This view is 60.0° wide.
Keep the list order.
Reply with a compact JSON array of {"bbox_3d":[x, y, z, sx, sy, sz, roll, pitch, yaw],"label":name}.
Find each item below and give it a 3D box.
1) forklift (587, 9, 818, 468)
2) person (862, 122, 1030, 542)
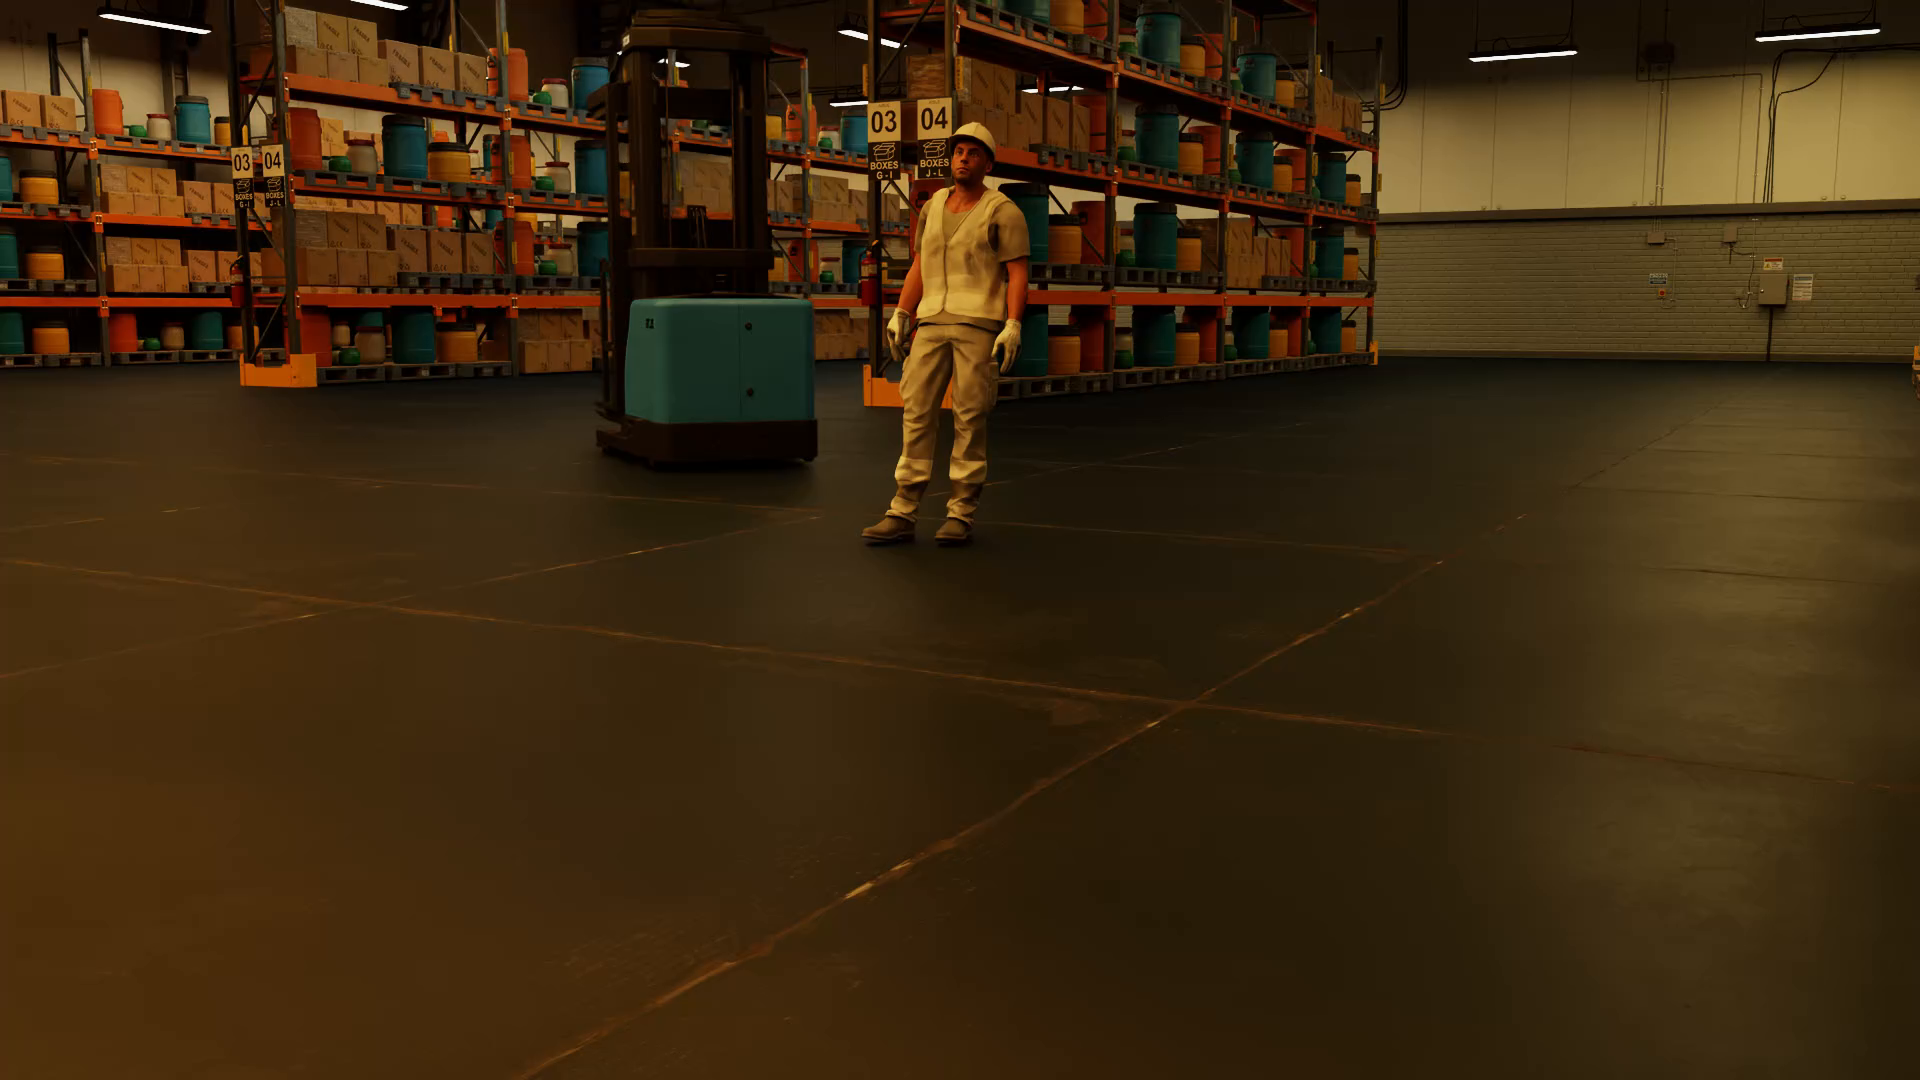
[{"bbox_3d":[-1.952,-2.073,11.613,1.130,2.935,3.031,-3,9,-23],"label":"forklift"},{"bbox_3d":[-0.050,-0.885,7.126,0.637,1.790,0.562,4,9,29],"label":"person"}]
